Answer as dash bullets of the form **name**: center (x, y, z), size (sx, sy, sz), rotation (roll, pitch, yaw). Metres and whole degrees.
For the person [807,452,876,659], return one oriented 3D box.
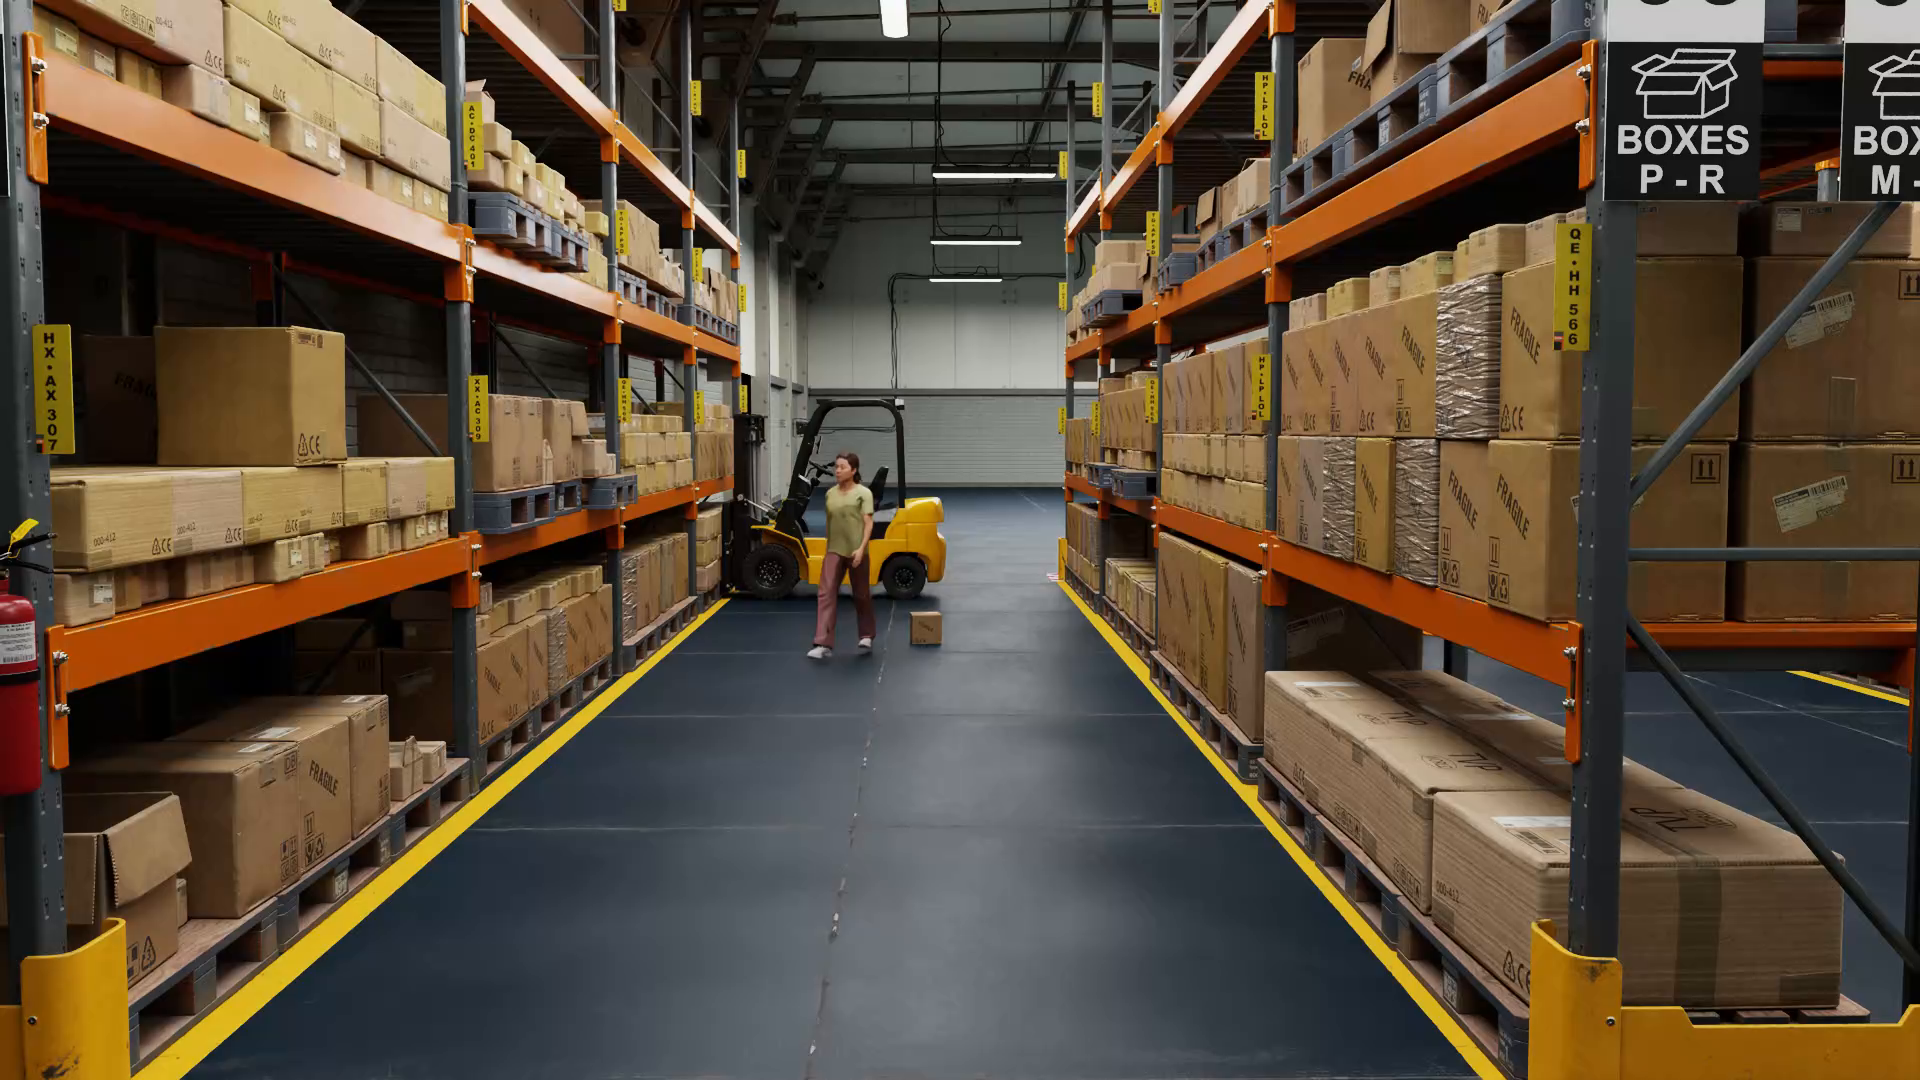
- **person**: center (-0.909, 0.107, 13.214), size (0.455, 1.611, 1.029), rotation (1, 4, 17)
